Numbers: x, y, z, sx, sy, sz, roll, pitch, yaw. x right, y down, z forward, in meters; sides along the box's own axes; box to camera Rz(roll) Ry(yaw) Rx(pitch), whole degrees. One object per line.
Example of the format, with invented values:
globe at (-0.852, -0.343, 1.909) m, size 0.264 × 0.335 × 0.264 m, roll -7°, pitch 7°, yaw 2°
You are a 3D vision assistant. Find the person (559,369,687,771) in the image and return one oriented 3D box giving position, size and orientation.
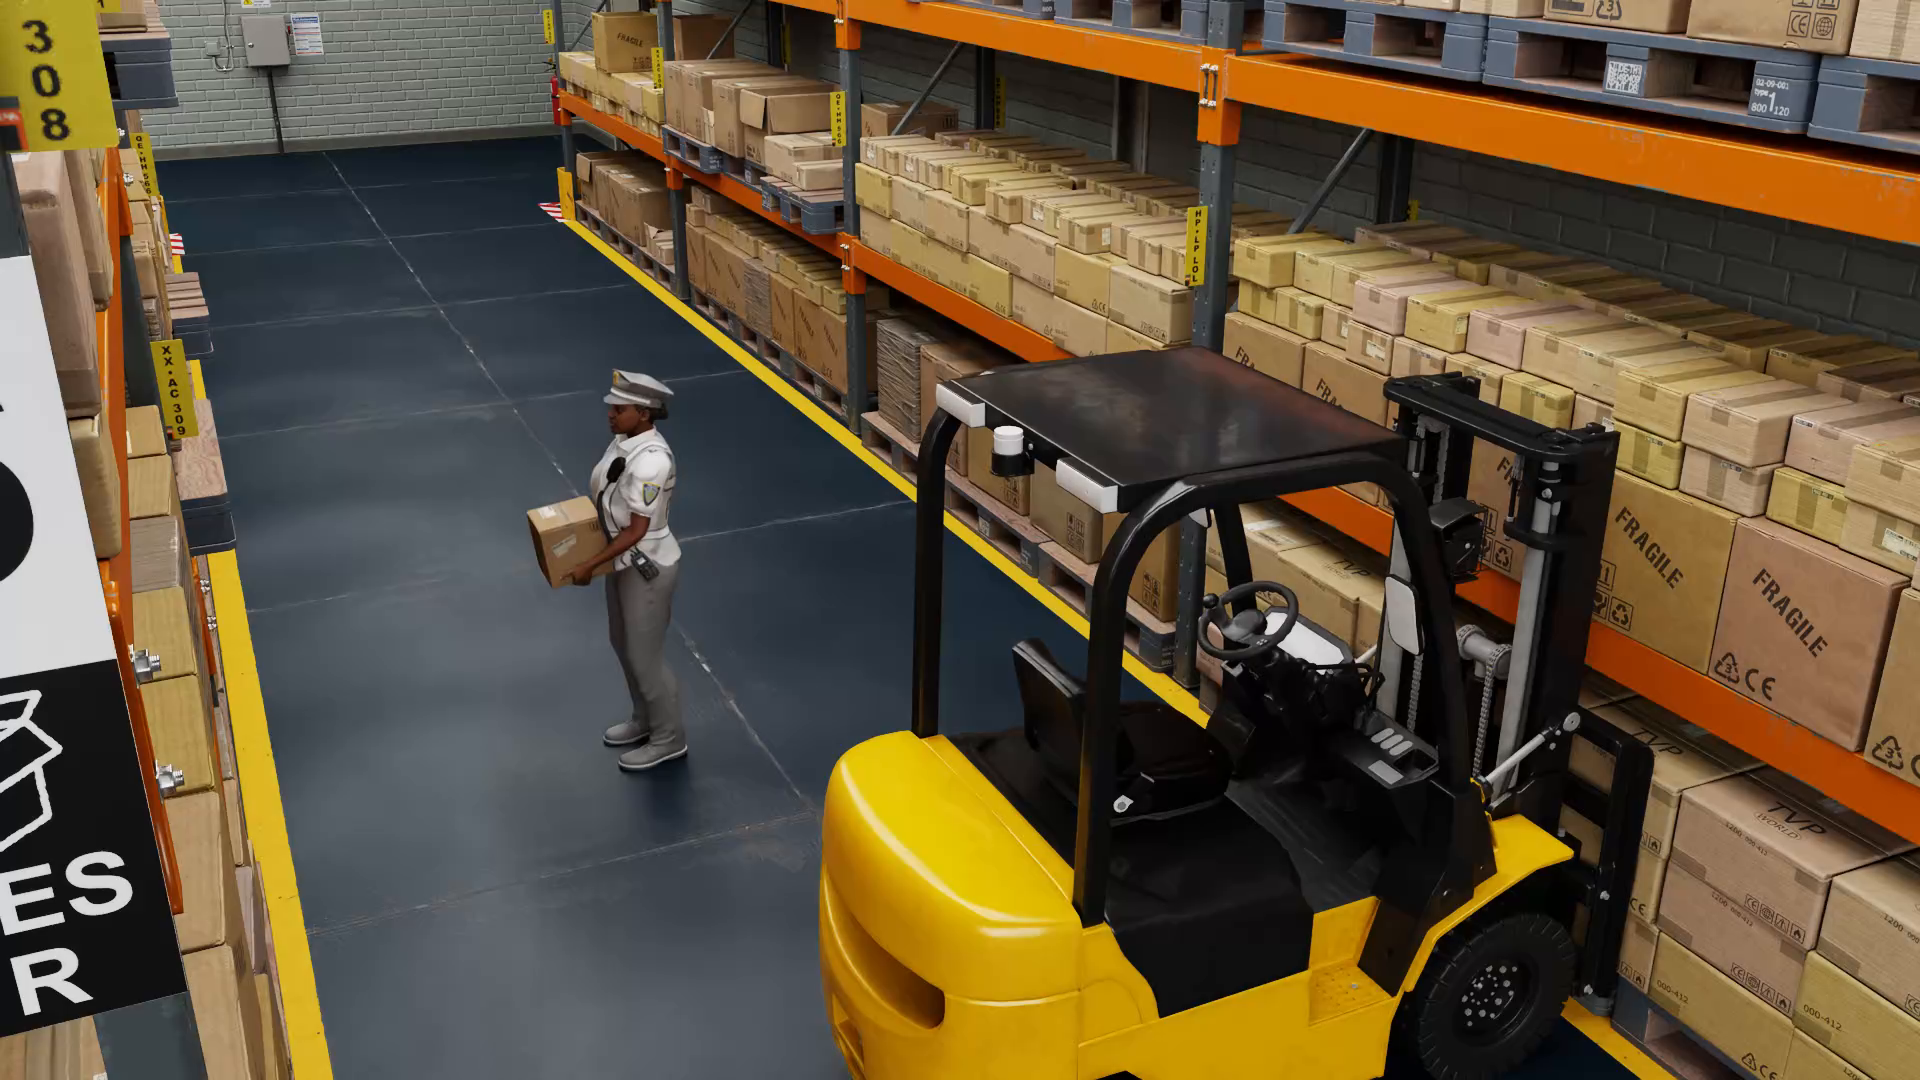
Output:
person at (-1.390, 0.119, 6.770) m, size 0.527 × 1.689 × 0.451 m, roll -10°, pitch 24°, yaw -23°
